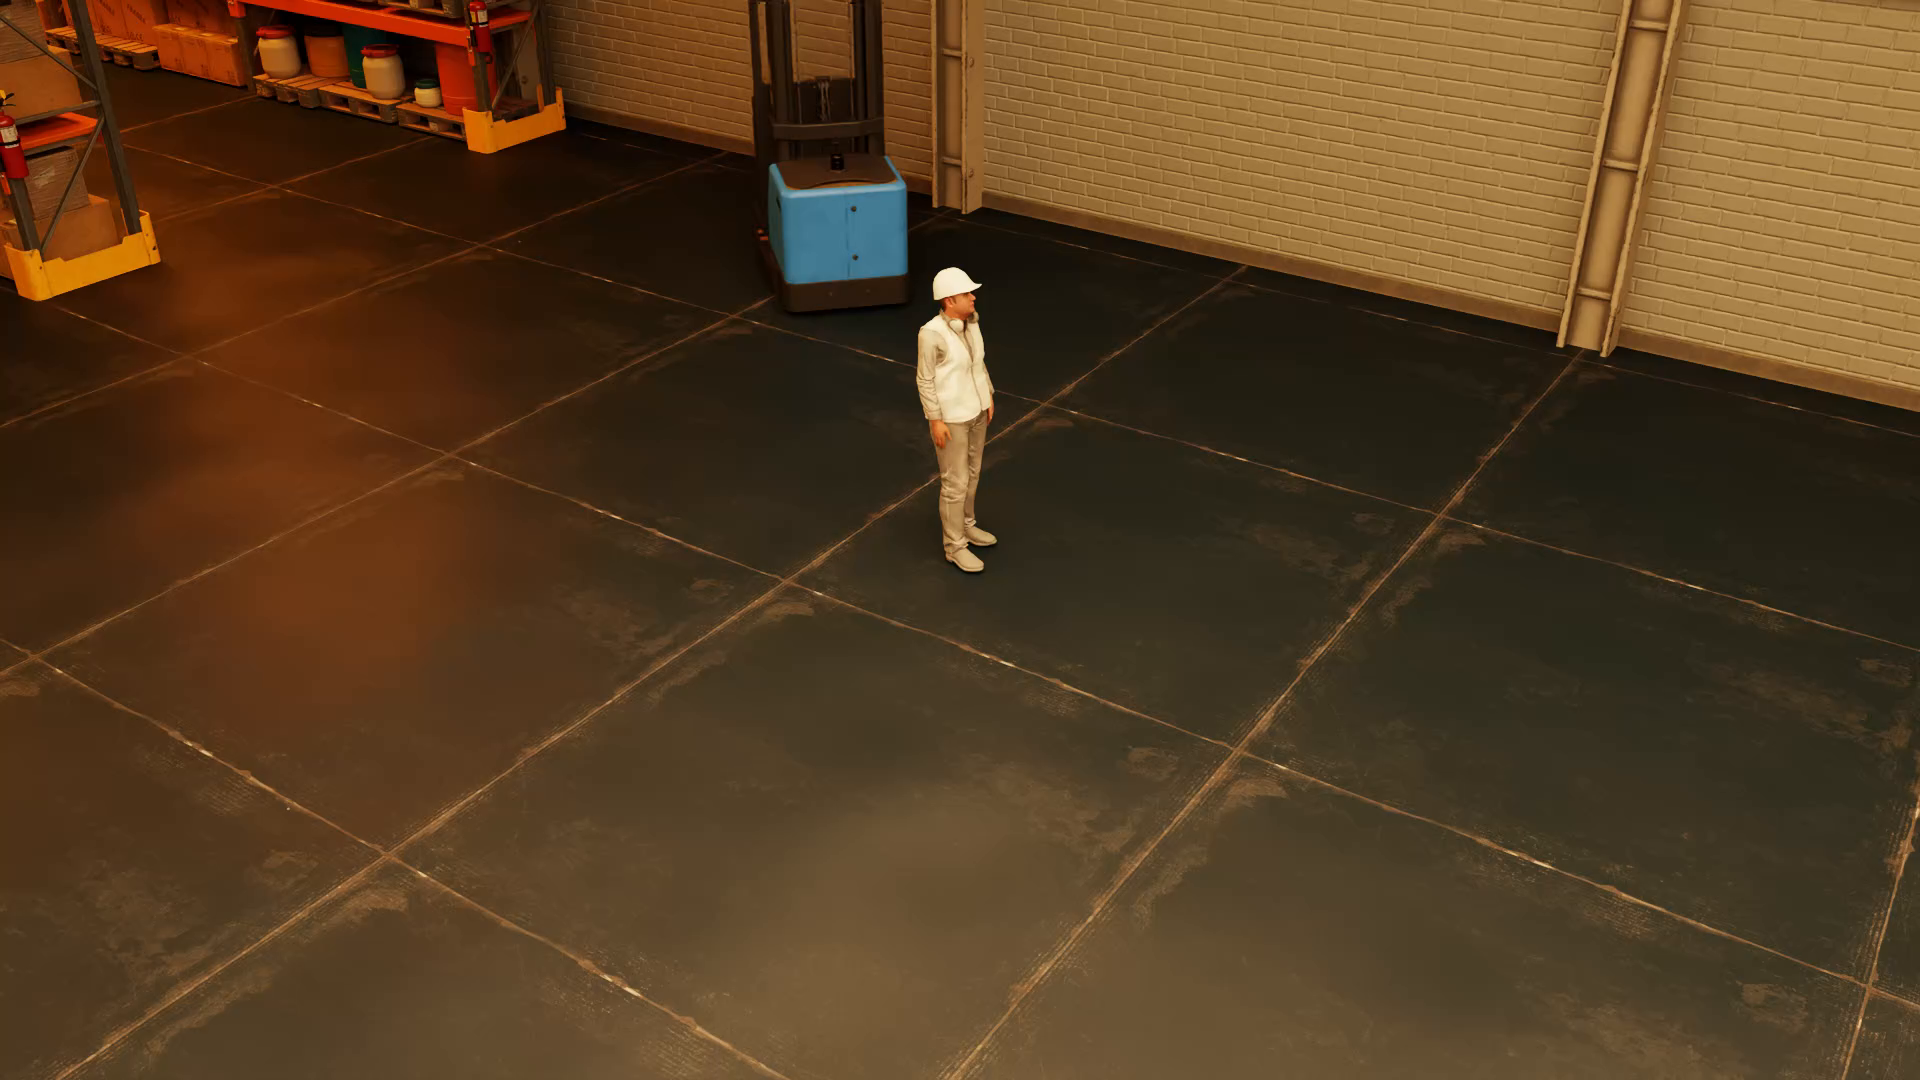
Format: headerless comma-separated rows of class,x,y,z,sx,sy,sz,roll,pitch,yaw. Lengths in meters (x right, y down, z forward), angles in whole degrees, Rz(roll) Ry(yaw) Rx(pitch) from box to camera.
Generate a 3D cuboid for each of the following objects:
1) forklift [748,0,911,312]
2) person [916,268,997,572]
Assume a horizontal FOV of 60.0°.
forklift,-1.242,-3.851,14.213,1.130,2.935,3.031,-7,31,-11
person,0.048,-0.753,10.015,0.566,1.775,0.633,19,35,29
